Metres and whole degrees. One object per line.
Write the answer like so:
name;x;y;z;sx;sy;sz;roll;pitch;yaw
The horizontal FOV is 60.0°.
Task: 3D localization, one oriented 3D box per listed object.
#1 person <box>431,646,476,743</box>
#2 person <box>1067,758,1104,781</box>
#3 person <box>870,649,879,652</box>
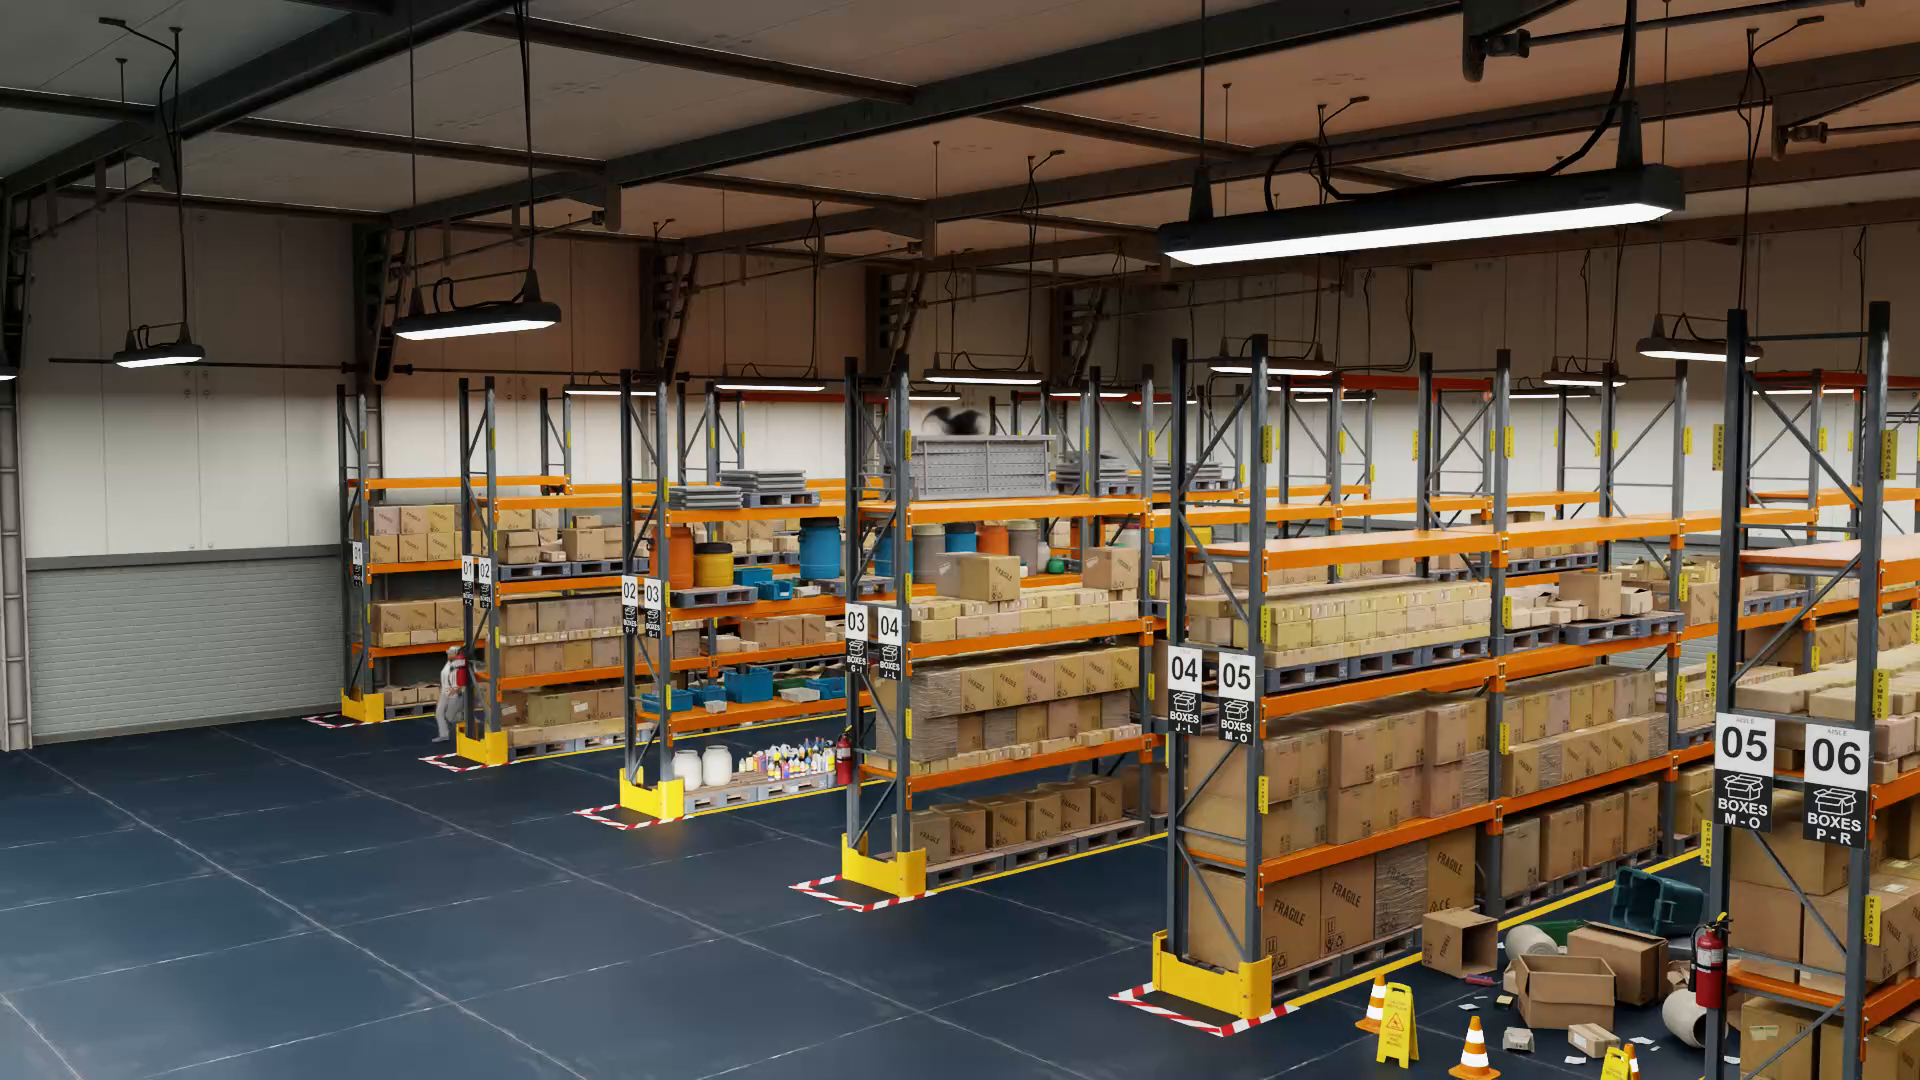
person;-8.354;2.553;27.648;0.667;1.621;0.707;4;5;43
person;1.795;2.761;24.034;0.697;1.729;1.046;3;5;36
person;-1.578;2.111;34.004;0.600;1.678;0.843;4;5;43
